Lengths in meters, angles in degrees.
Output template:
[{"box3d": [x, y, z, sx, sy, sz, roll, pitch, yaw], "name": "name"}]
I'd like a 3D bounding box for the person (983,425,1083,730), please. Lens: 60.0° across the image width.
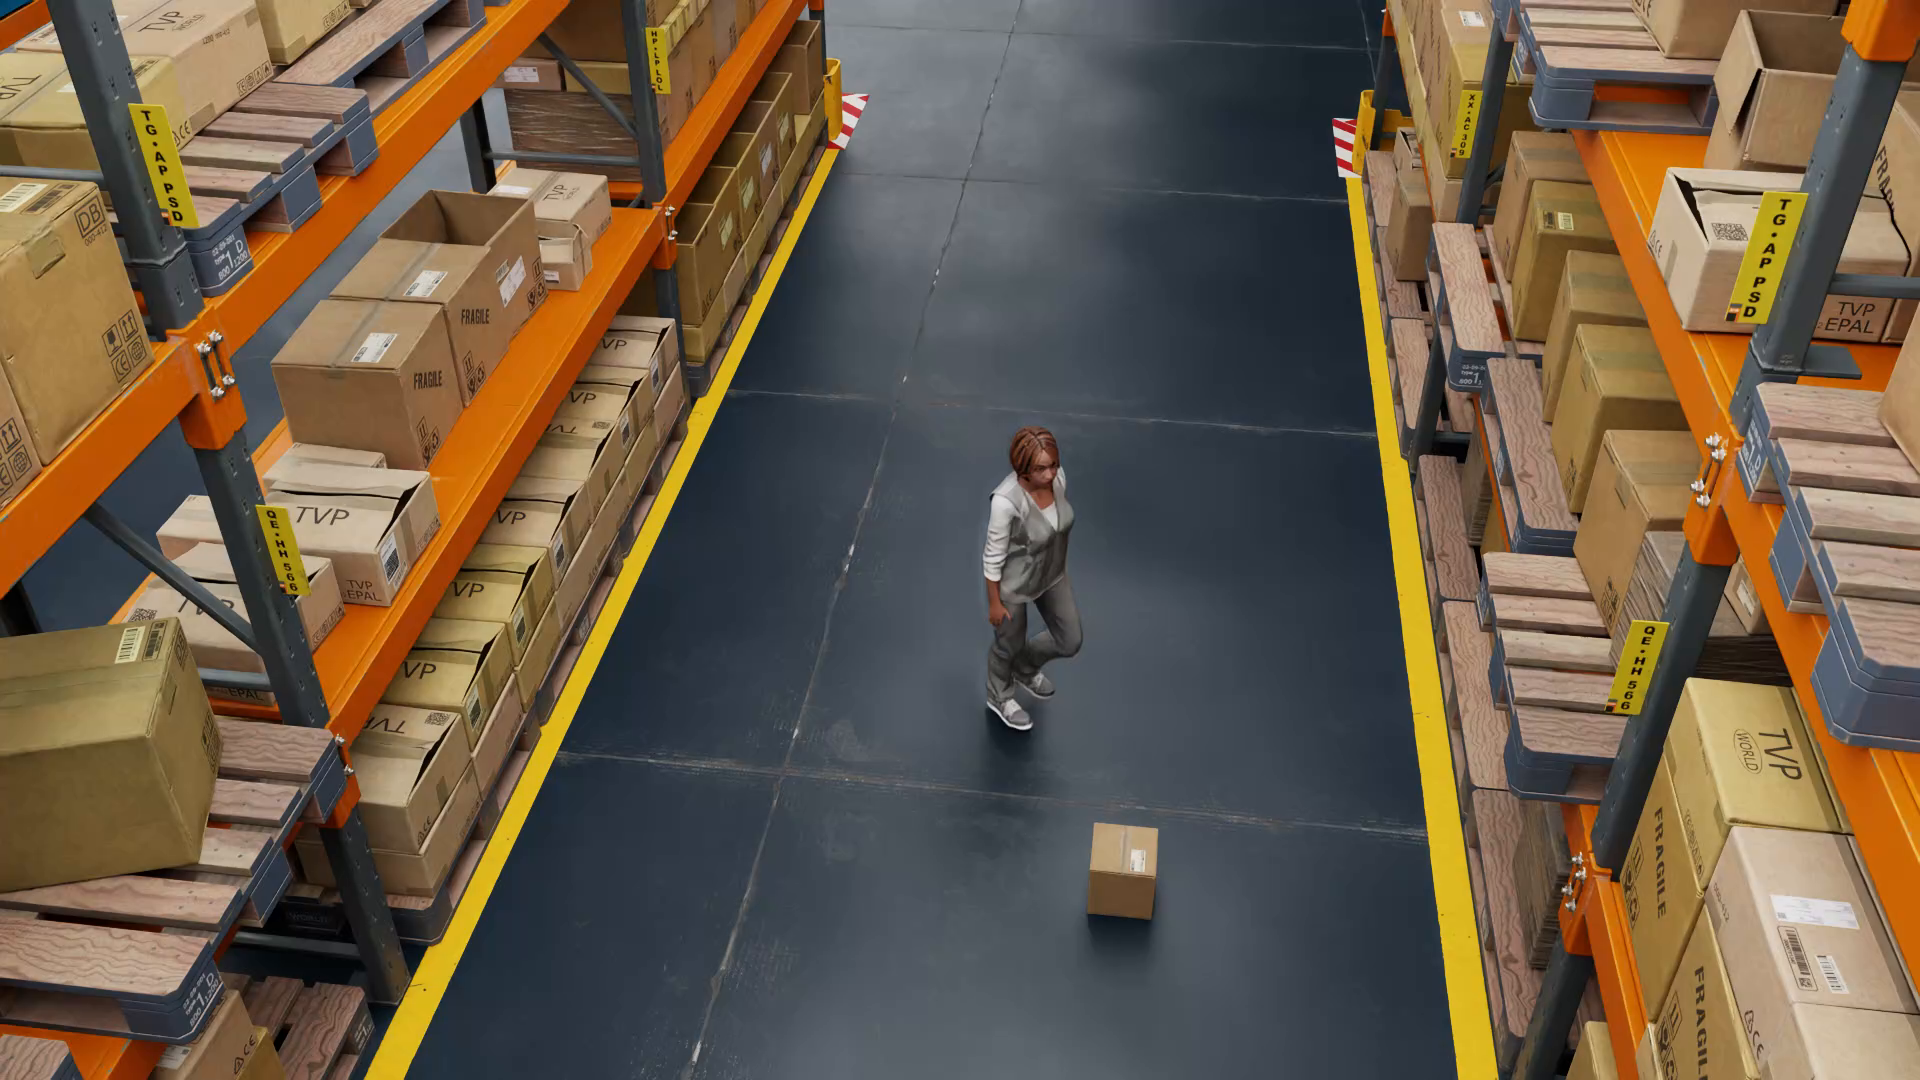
[{"box3d": [0.251, 0.167, 6.796, 0.445, 1.584, 0.435, -27, 44, -31], "name": "person"}]
